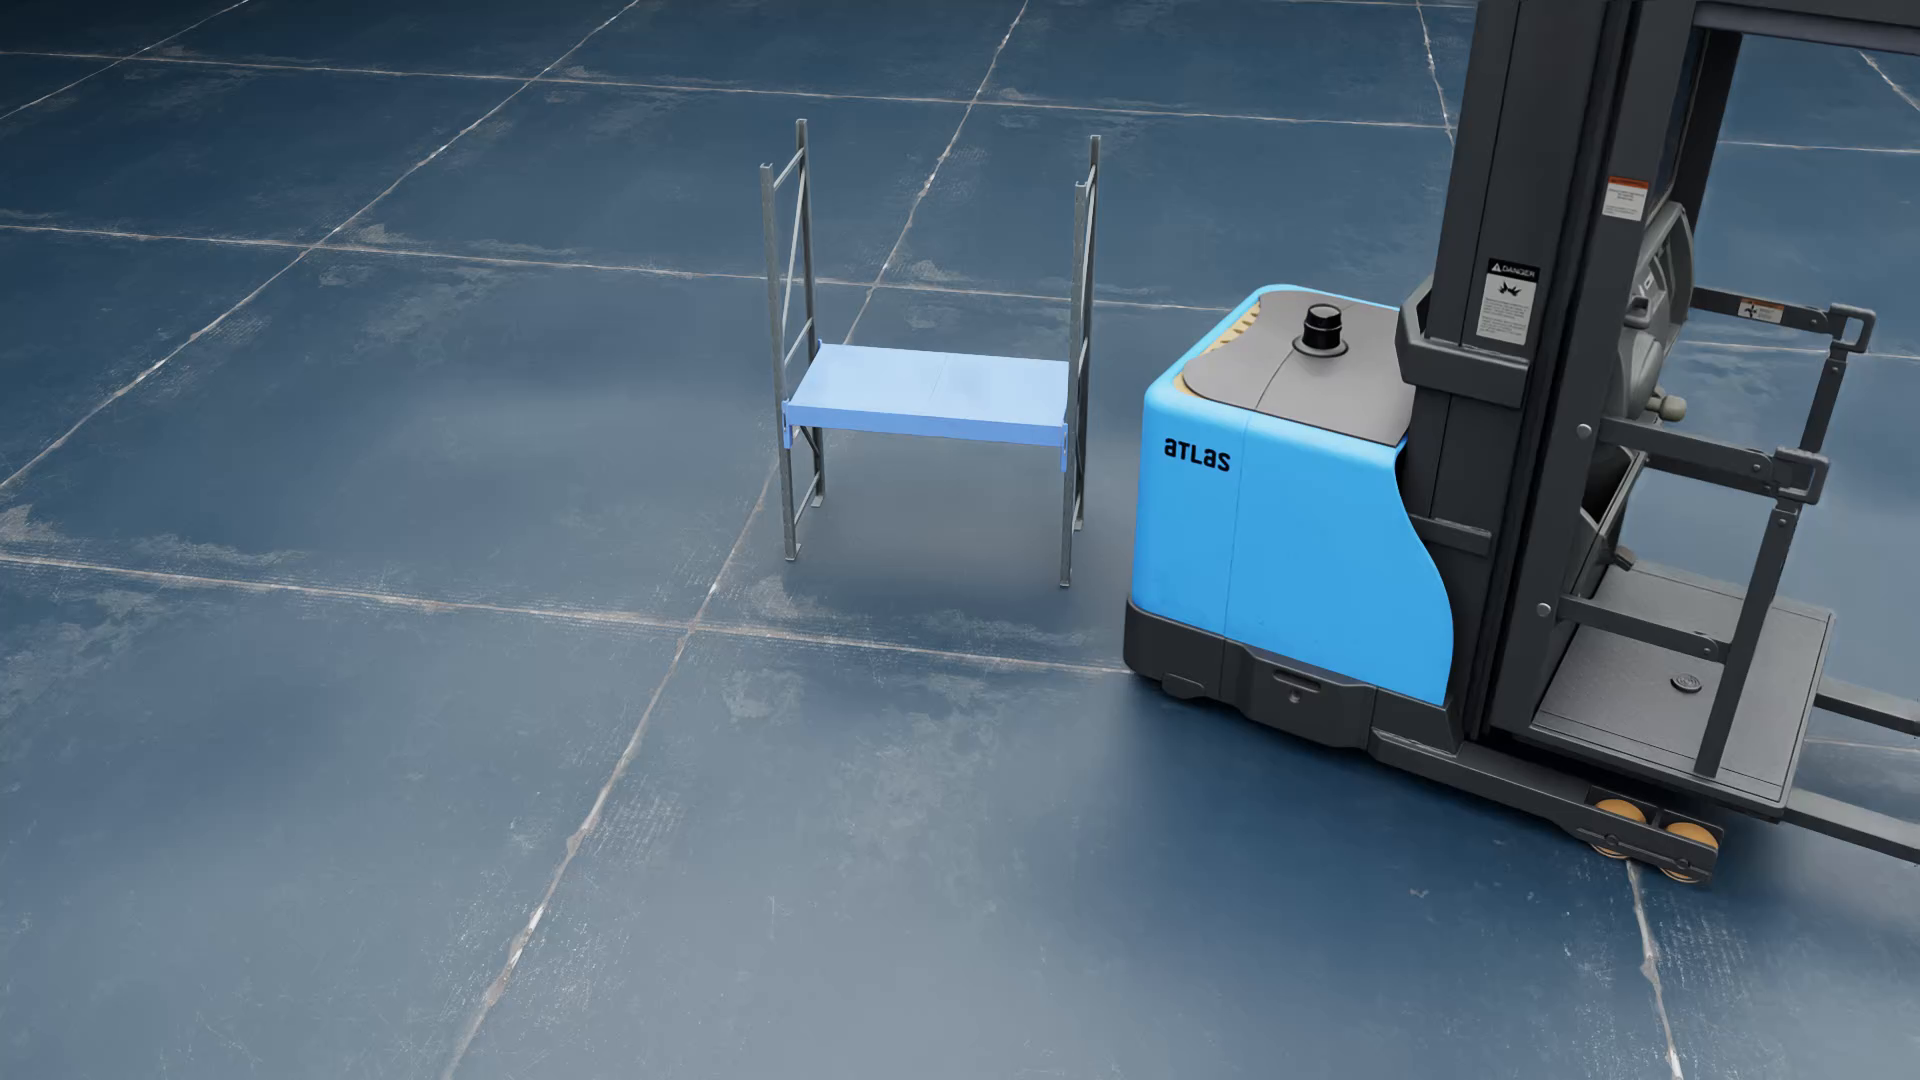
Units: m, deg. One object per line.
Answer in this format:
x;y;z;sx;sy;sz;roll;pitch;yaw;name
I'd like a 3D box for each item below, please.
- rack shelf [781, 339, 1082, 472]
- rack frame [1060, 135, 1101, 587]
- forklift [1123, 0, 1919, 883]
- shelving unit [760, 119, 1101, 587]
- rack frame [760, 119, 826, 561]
-0.084;-0.491;5.960;1.000;0.185;0.538;5;32;8;rack shelf
0.417;-0.598;5.792;0.032;1.500;0.500;5;32;8;rack frame
2.067;-0.598;4.443;3.031;2.935;1.130;18;36;26;forklift
-0.084;-0.643;5.864;1.048;1.500;0.538;5;32;8;shelving unit
-0.585;-0.689;5.937;0.032;1.500;0.500;5;32;8;rack frame
